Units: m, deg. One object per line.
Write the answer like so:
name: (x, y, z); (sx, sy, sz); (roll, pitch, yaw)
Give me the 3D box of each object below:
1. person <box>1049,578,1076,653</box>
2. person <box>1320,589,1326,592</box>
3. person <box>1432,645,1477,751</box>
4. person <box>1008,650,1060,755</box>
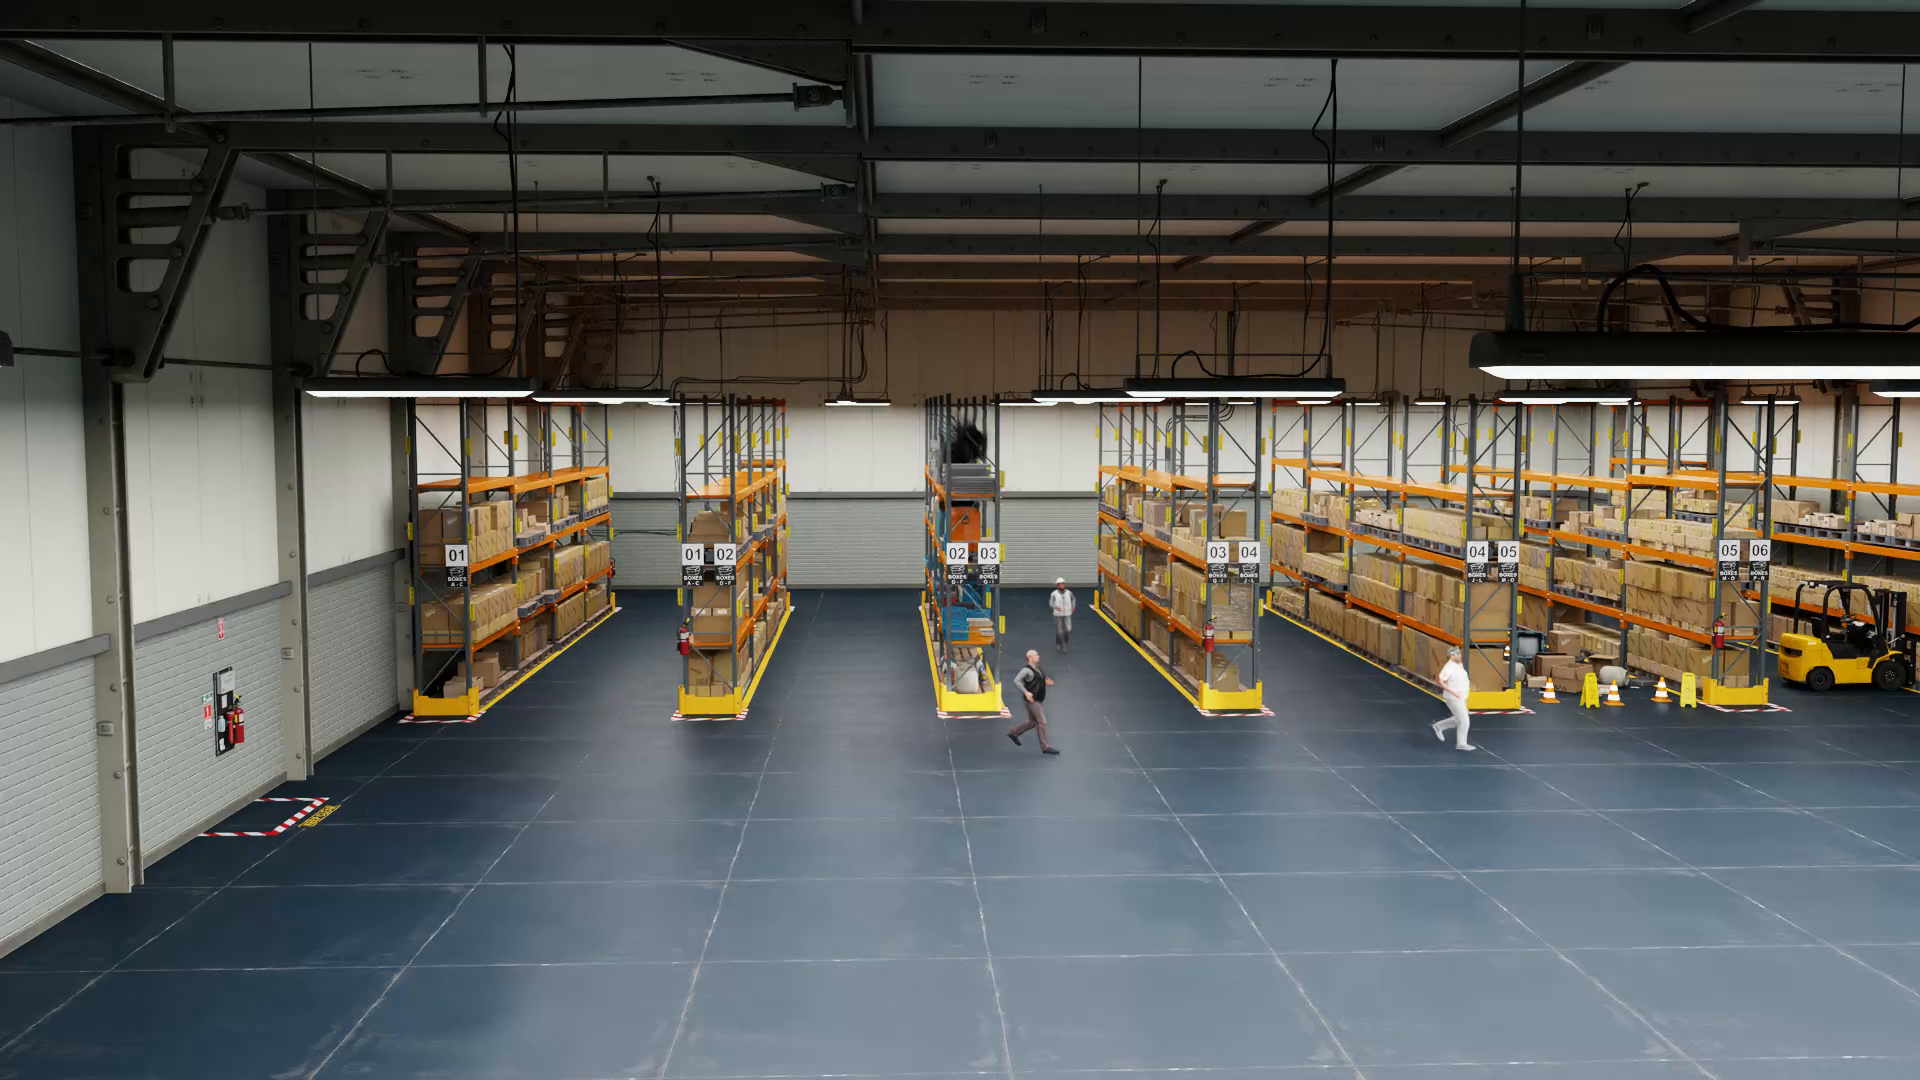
person: (2.417, 1.774, 39.061); (0.667, 1.764, 0.686); (0, 5, -6)
person: (10.614, 1.004, 48.550); (0.705, 1.707, 0.662); (-4, 6, -40)
person: (8.329, 2.642, 27.979); (0.758, 1.739, 0.673); (3, 6, 37)
person: (1.212, 2.669, 27.567); (0.964, 1.700, 0.662); (2, 5, 22)
